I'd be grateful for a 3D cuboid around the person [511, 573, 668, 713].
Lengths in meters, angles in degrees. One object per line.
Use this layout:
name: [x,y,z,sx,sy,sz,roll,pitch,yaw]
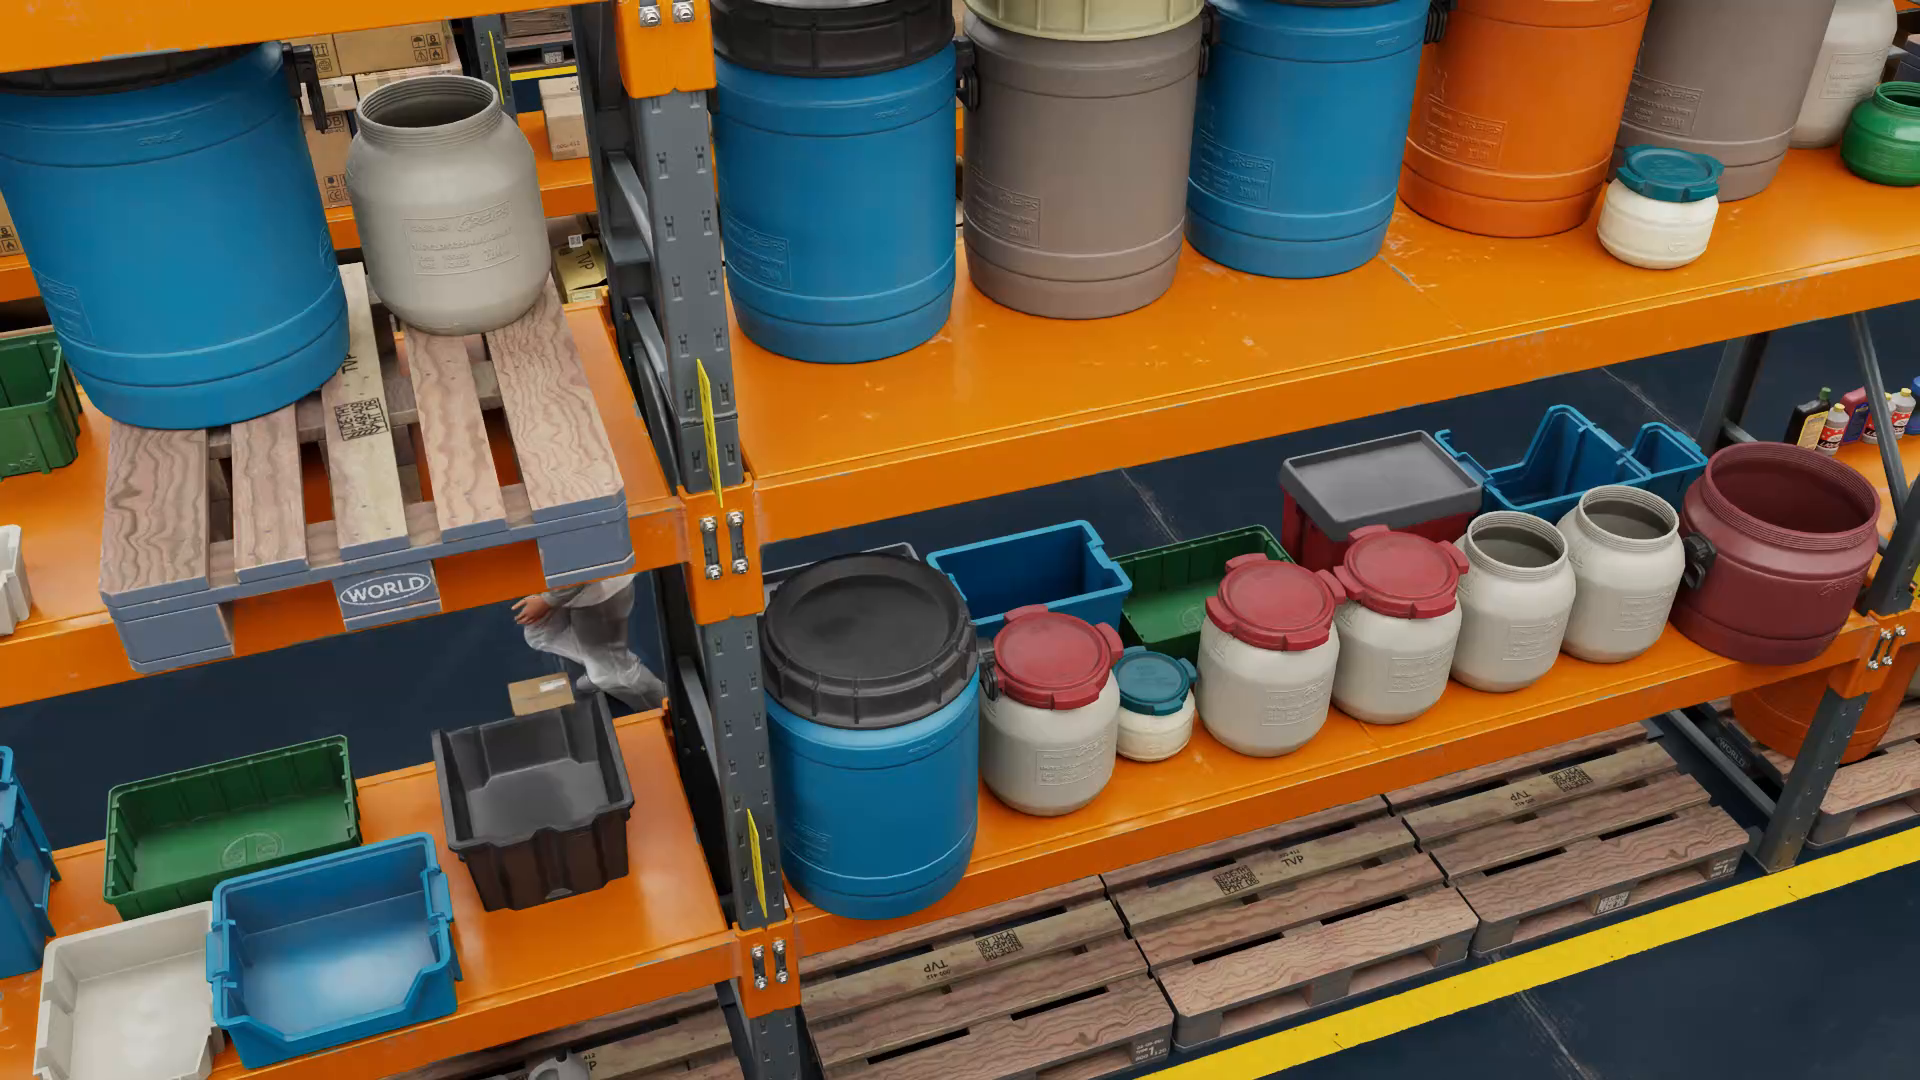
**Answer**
person: [-1.509,0.128,6.652,0.634,1.703,0.684,-16,40,-19]
